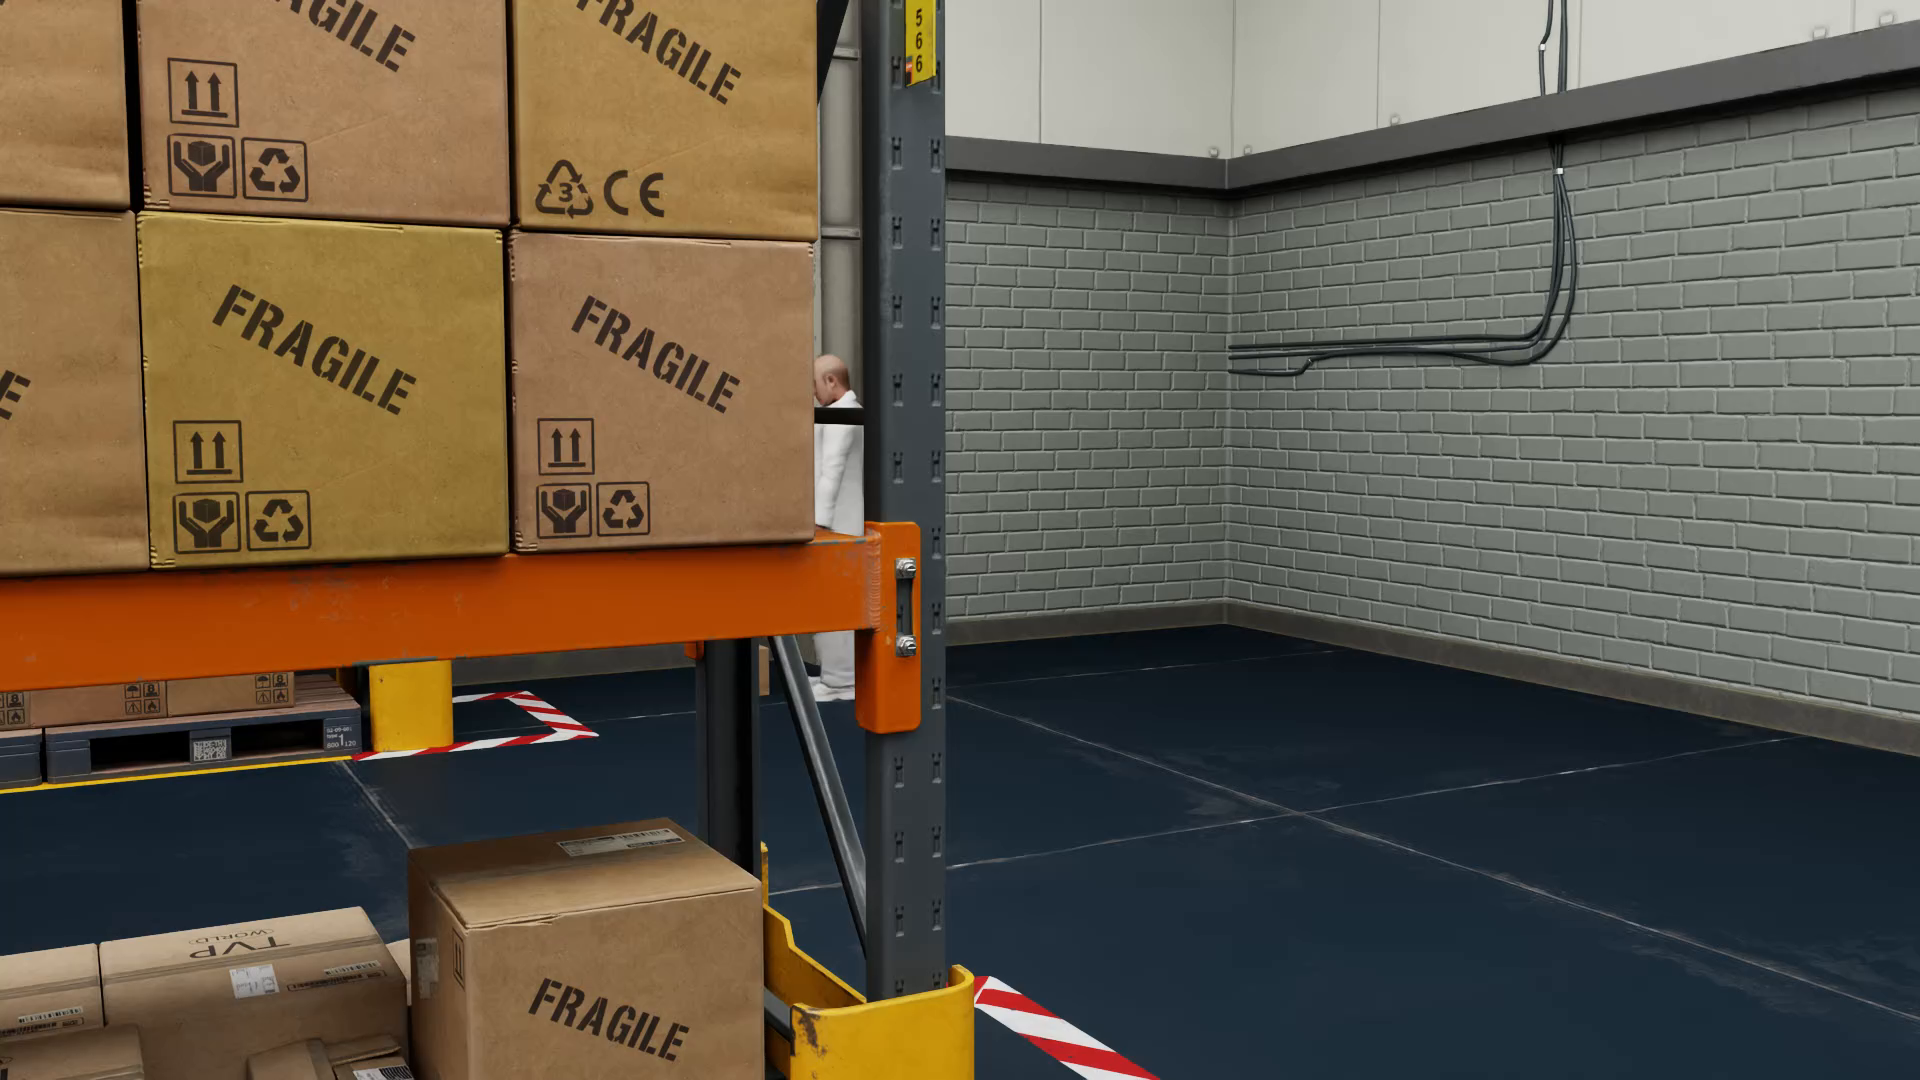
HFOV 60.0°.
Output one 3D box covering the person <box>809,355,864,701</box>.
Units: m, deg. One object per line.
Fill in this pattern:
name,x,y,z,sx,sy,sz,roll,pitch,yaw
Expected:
person,-0.660,-0.062,8.563,0.381,1.769,0.567,0,5,5
